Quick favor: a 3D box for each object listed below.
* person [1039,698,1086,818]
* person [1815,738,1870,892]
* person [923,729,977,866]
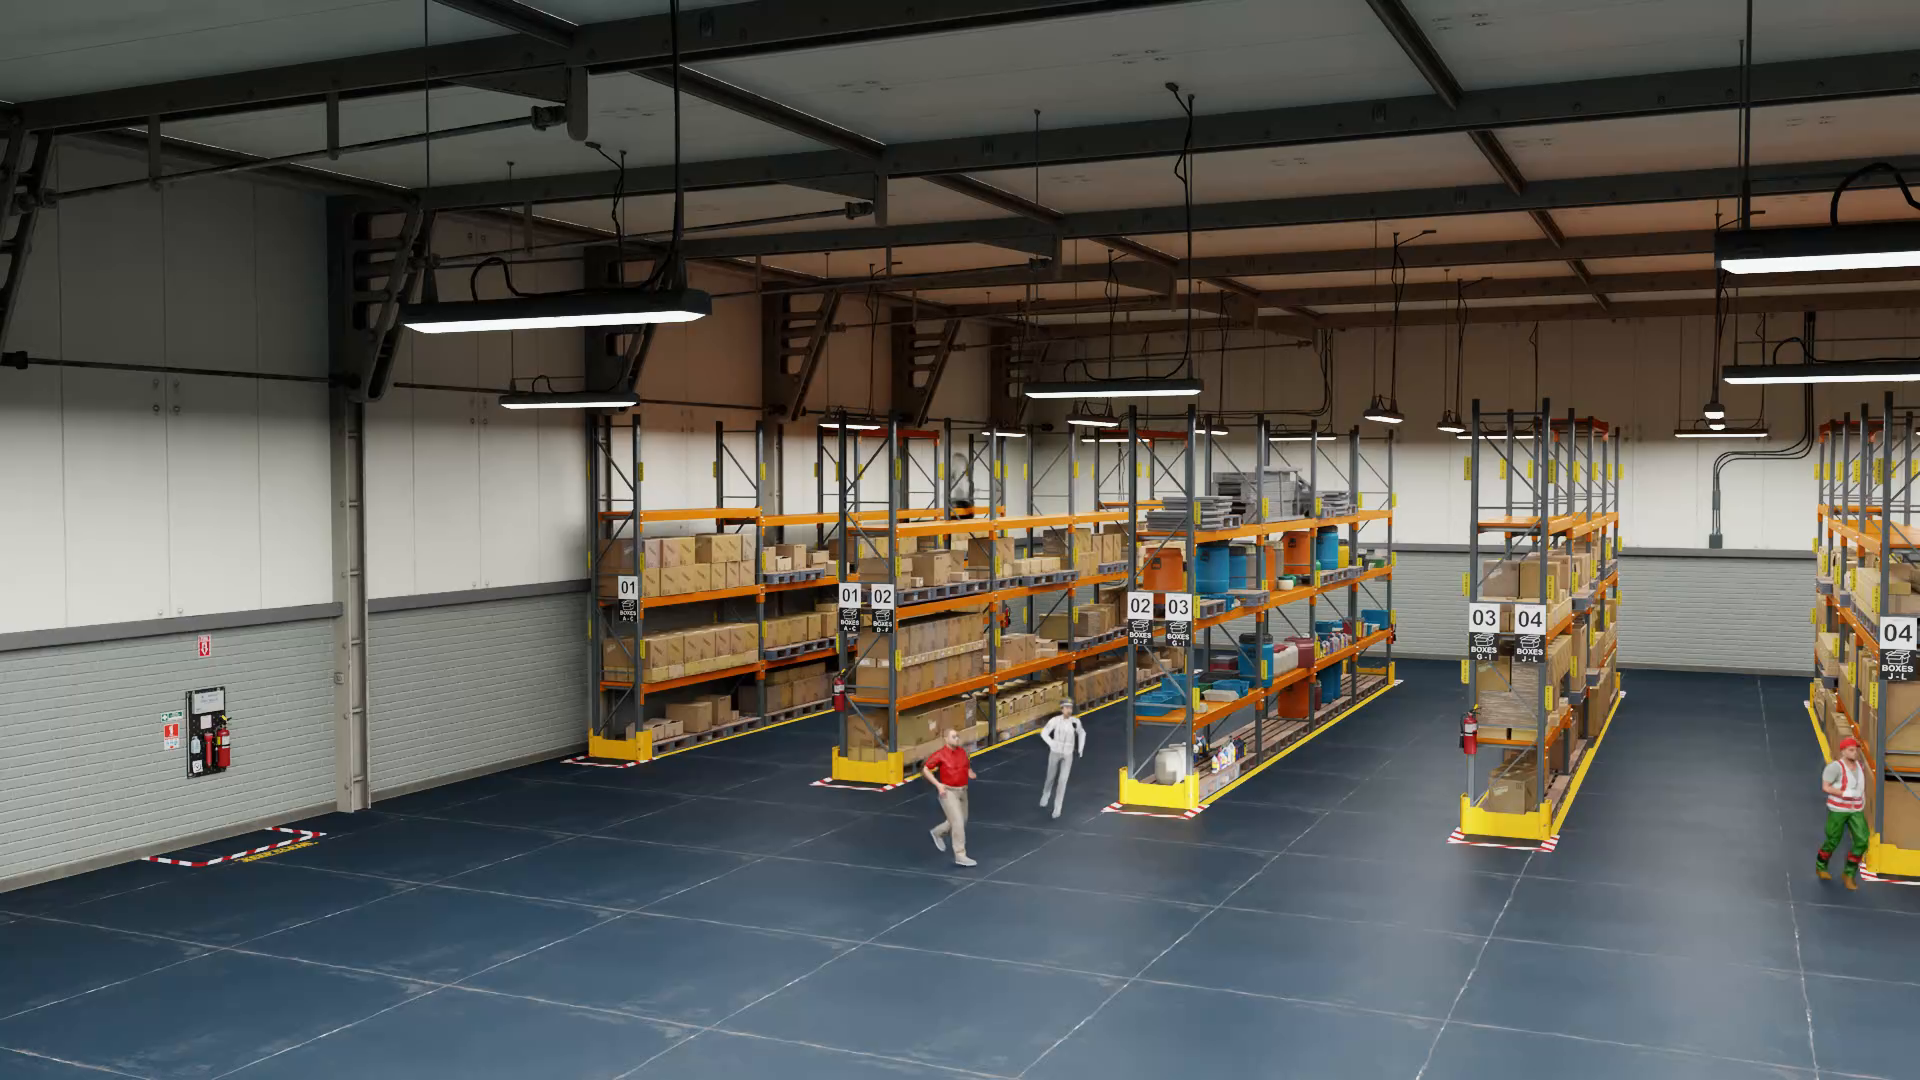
[{"bbox_3d":[1.510,3.156,24.378,0.679,1.688,0.892,0,2,1],"label":"person"},{"bbox_3d":[10.666,3.294,20.023,0.664,1.845,0.751,0,2,-7],"label":"person"},{"bbox_3d":[-0.107,3.265,21.300,0.921,1.694,0.674,2,3,44],"label":"person"}]
